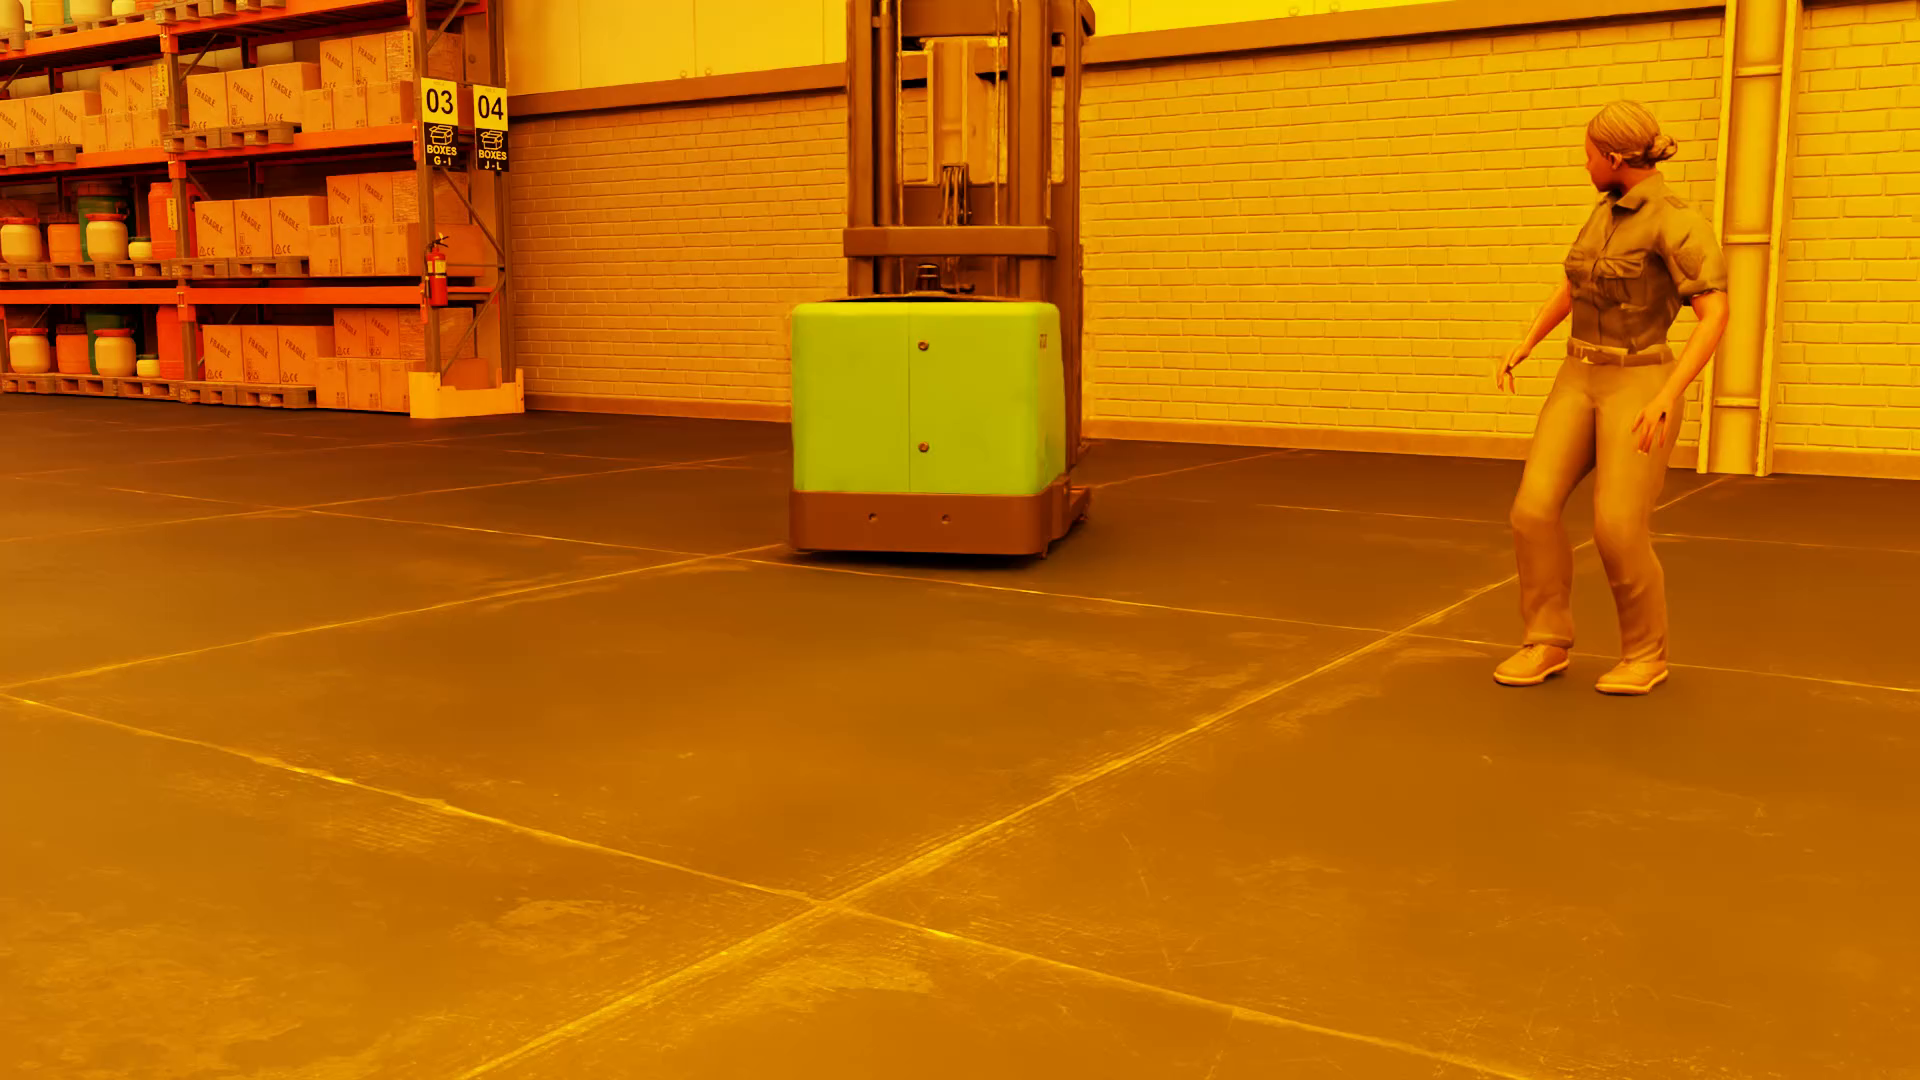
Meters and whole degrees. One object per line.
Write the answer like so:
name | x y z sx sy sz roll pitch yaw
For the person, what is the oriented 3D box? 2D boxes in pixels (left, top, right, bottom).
person | 1.791 -0.382 4.598 0.463 1.621 0.655 -4 9 -25

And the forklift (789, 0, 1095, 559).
forklift | 0.057 -1.540 8.023 1.130 2.935 3.031 1 8 10
